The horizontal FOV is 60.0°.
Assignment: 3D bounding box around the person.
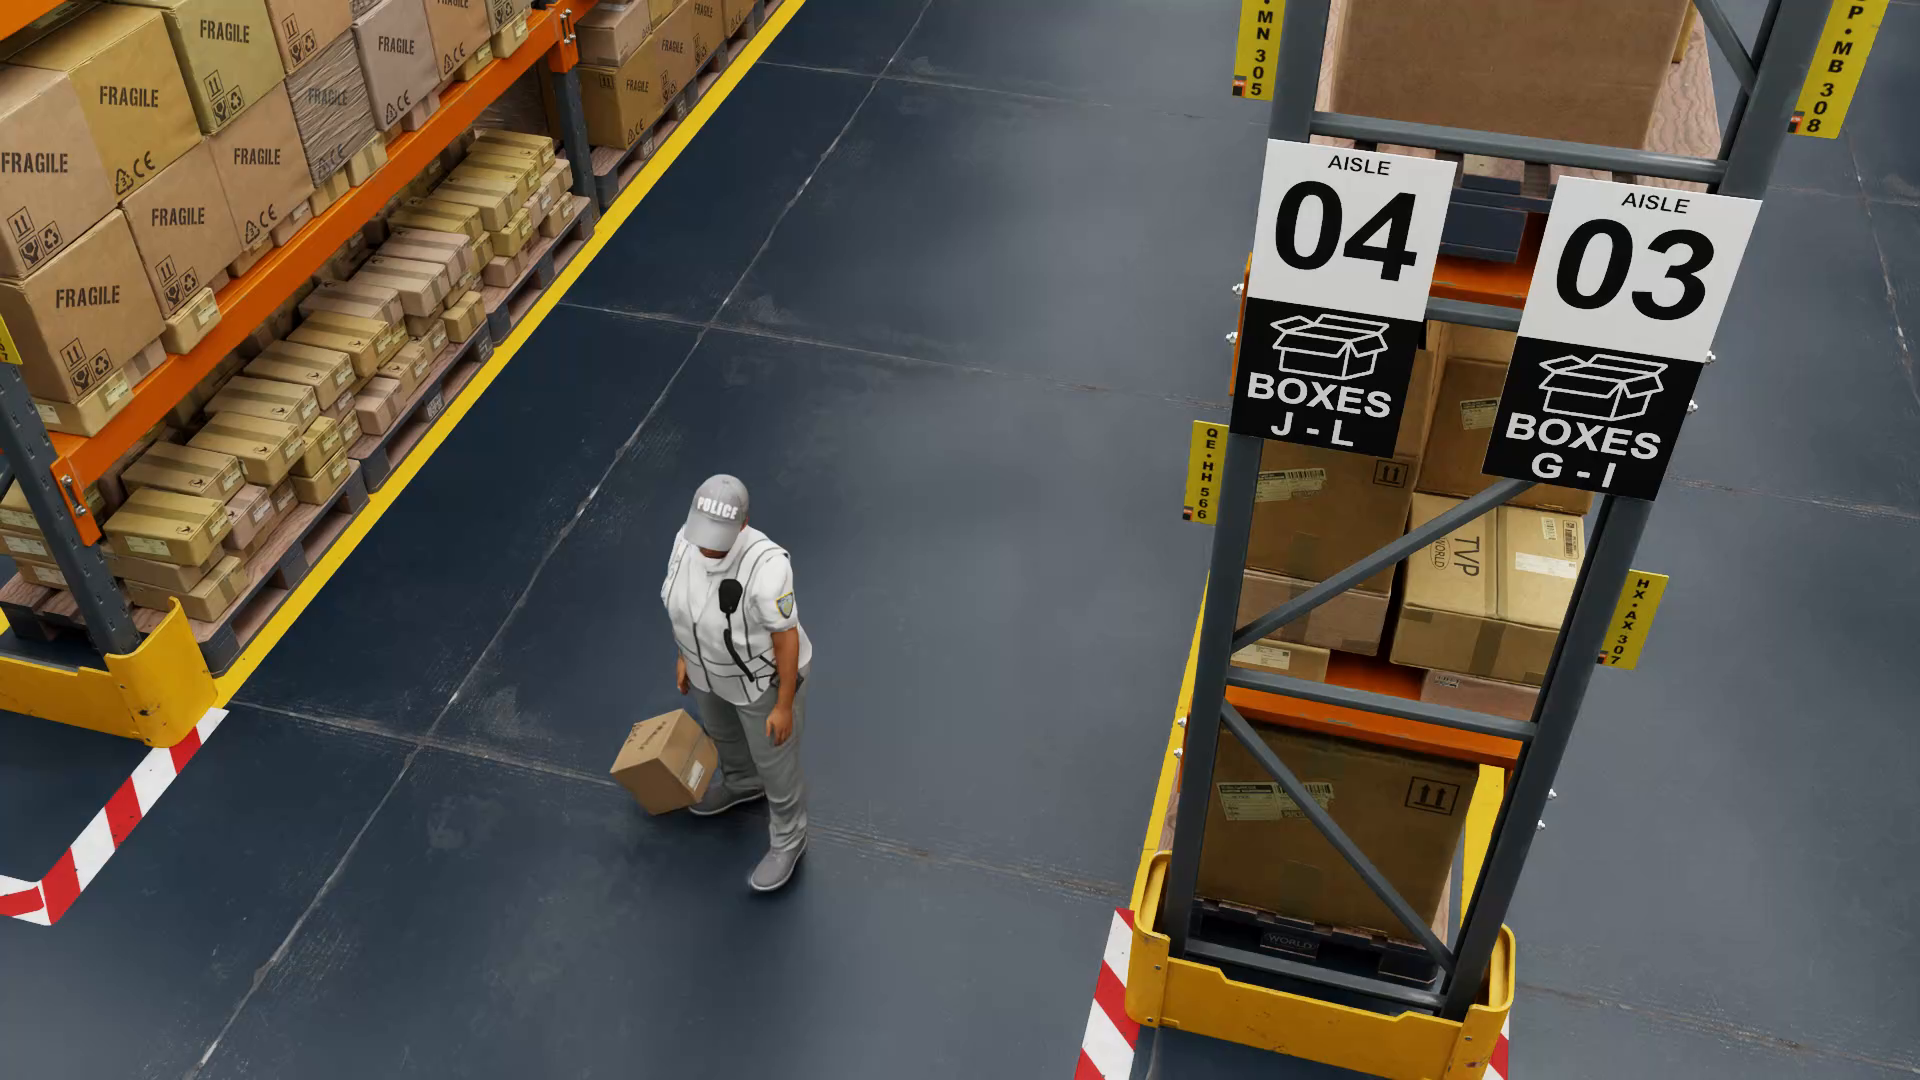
[{"bbox_3d":[-0.762,0.453,5.607,0.578,1.673,0.445,25,47,26],"label":"person"}]
